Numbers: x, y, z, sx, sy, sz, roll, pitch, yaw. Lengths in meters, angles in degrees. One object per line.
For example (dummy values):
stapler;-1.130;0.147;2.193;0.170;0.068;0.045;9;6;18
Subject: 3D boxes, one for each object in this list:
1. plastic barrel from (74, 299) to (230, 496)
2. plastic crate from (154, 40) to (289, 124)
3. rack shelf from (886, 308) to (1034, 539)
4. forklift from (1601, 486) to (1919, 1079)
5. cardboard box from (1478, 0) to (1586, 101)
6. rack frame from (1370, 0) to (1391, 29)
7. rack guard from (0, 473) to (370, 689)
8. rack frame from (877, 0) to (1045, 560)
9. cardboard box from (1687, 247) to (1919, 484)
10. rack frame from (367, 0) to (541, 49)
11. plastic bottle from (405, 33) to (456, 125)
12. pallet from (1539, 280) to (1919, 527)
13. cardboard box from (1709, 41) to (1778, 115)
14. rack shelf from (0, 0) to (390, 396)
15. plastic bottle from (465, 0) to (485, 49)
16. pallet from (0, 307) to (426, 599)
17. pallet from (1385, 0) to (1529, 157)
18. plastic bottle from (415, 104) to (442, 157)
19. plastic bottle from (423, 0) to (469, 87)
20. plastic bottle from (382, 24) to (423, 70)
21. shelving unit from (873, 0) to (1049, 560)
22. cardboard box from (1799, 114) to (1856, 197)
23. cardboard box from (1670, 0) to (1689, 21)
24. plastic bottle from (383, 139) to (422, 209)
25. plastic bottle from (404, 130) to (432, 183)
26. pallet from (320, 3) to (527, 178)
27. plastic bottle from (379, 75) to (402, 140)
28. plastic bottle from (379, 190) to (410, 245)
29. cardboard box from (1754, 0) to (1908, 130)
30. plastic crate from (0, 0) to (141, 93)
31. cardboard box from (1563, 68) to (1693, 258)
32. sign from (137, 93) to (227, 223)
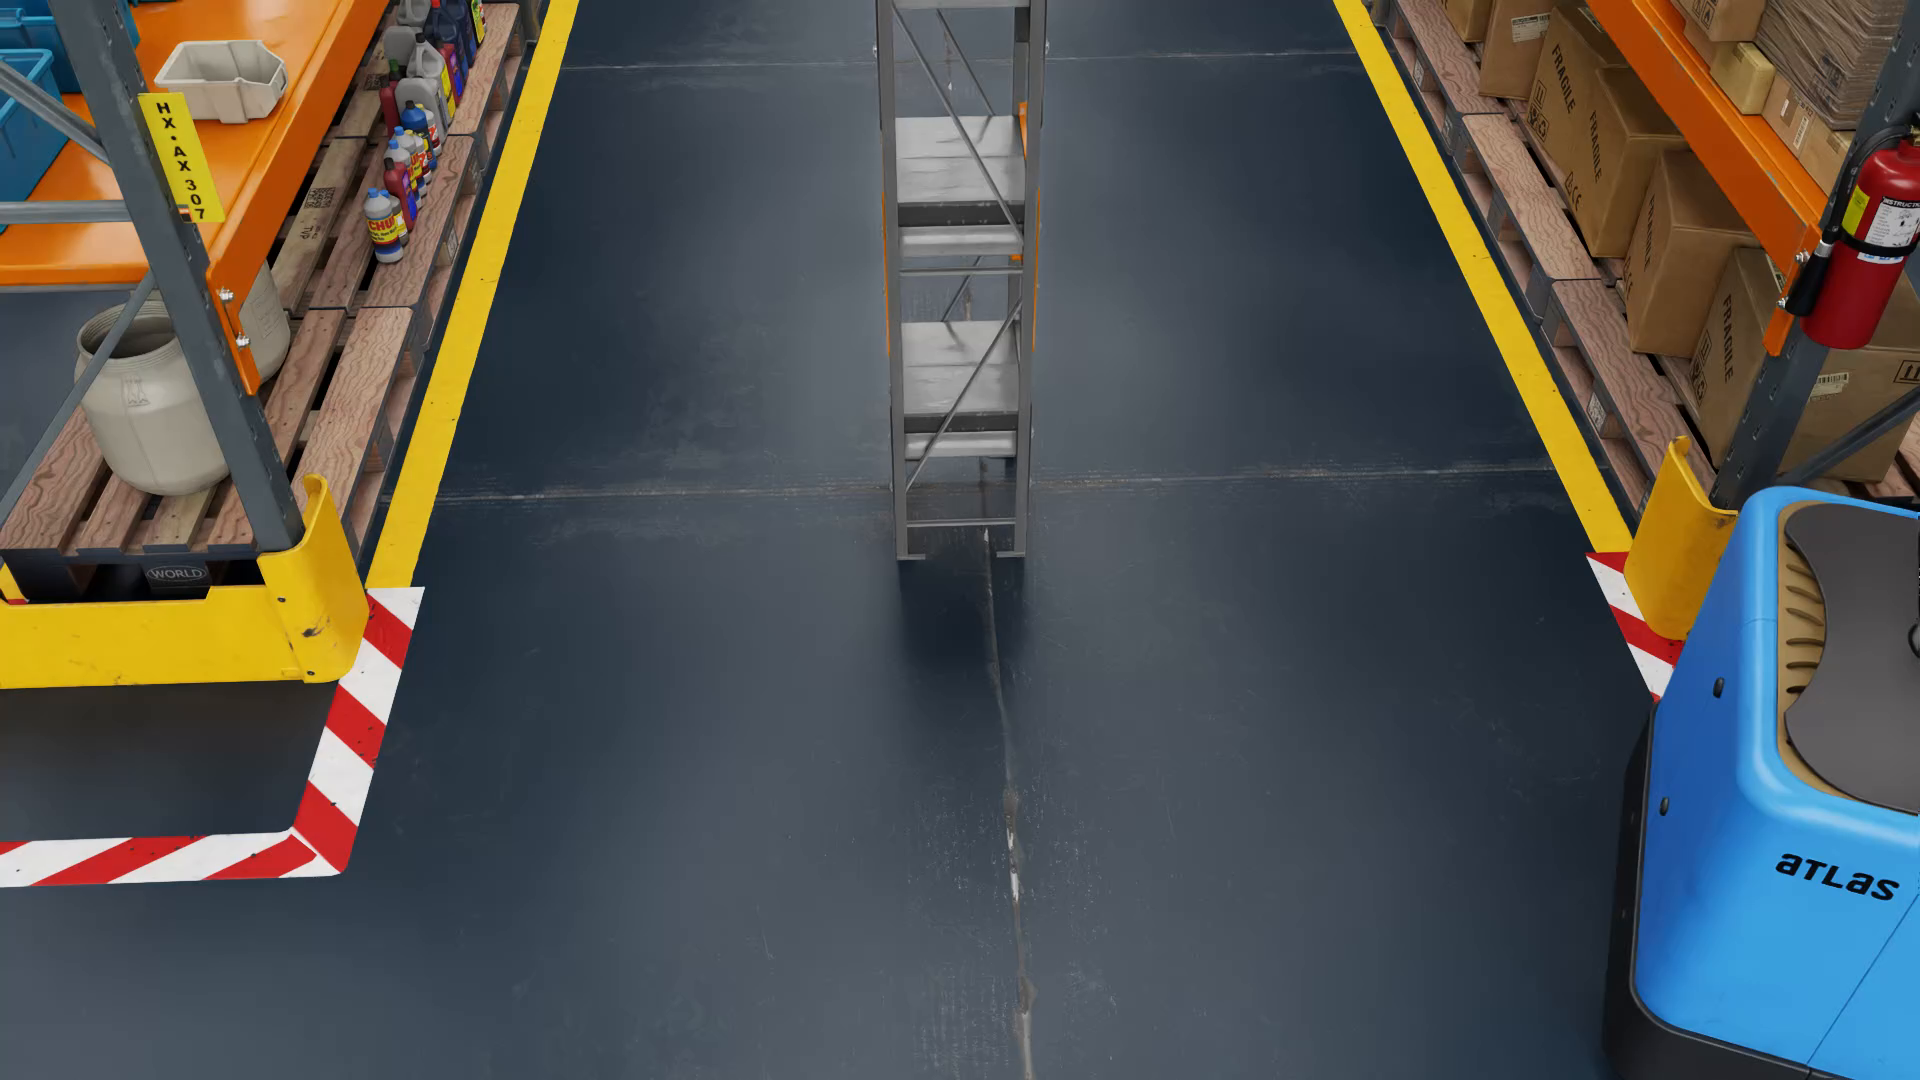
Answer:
plastic barrel;-2.413;-0.426;5.026;0.421;0.512;0.421;0;43;0
plastic crate;-2.025;-1.263;4.603;0.298;0.136;0.250;-2;43;-2
rack shelf;-0.007;-0.360;5.145;0.431;0.518;0.480;-2;43;-2
forklift;3.062;0.216;2.845;3.031;2.935;1.130;14;44;15
cardboard box;2.479;-2.165;6.931;0.500;0.500;0.500;11;44;12
rack frame;2.470;-3.589;6.946;1.000;3.000;0.127;-2;43;-2
rack guard;-2.359;0.125;4.744;1.175;0.500;0.348;-2;43;-2
rack frame;0.003;-0.721;4.483;0.400;2.100;0.015;-2;43;-2
cardboard box;2.630;-0.544;5.163;0.500;0.500;0.500;6;43;6
rack frame;-2.479;-3.447;6.791;1.000;3.000;0.127;-2;43;-2
plastic bottle;-2.142;-1.859;6.693;0.144;0.351;0.185;-2;43;-2
pallet;2.637;-0.462;5.597;1.003;0.211;1.213;-2;43;-2
cardboard box;2.349;-1.319;4.655;0.380;0.149;0.250;-2;43;-2
rack shelf;-2.394;-1.832;5.561;1.077;0.370;4.000;-2;43;-2
plastic bottle;-2.129;-2.293;7.216;0.061;0.283;0.133;0;43;0
pallet;-2.388;-0.317;5.440;1.003;0.211;1.213;-2;43;-2
pallet;2.534;-2.109;7.394;1.003;0.211;1.213;-2;43;-2
plastic bottle;-2.106;-1.615;6.537;0.097;0.201;0.097;0;43;0
plastic bottle;-2.155;-2.077;6.930;0.144;0.351;0.185;-4;43;-4
plastic bottle;-2.302;-2.028;6.933;0.152;0.276;0.135;-2;43;-2
shelving unit;-0.007;-0.886;4.662;0.431;2.100;0.503;-2;43;-2
cardboard box;2.421;-0.983;4.288;0.380;0.149;0.250;-2;43;-2
cardboard box;2.385;-1.658;5.025;0.380;0.149;0.250;-2;43;-2
plastic bottle;-2.089;-1.367;6.215;0.097;0.271;0.097;0;43;0
plastic bottle;-2.098;-1.476;6.386;0.097;0.201;0.097;0;43;0
pallet;-2.492;-1.964;7.237;1.003;0.211;1.213;-2;43;-2
plastic bottle;-2.245;-1.721;6.592;0.061;0.283;0.133;-2;43;-2
plastic bottle;-2.079;-1.180;6.063;0.097;0.201;0.097;0;43;0
cardboard box;2.644;-1.407;4.271;0.875;0.500;0.500;-2;43;-2
plastic crate;-2.651;-1.460;4.733;0.499;0.251;0.408;-2;43;-2
cardboard box;2.563;-1.370;6.064;0.500;0.500;0.500;2;43;2
sign;-1.759;-0.862;3.765;0.100;0.325;0.005;-2;43;-2
